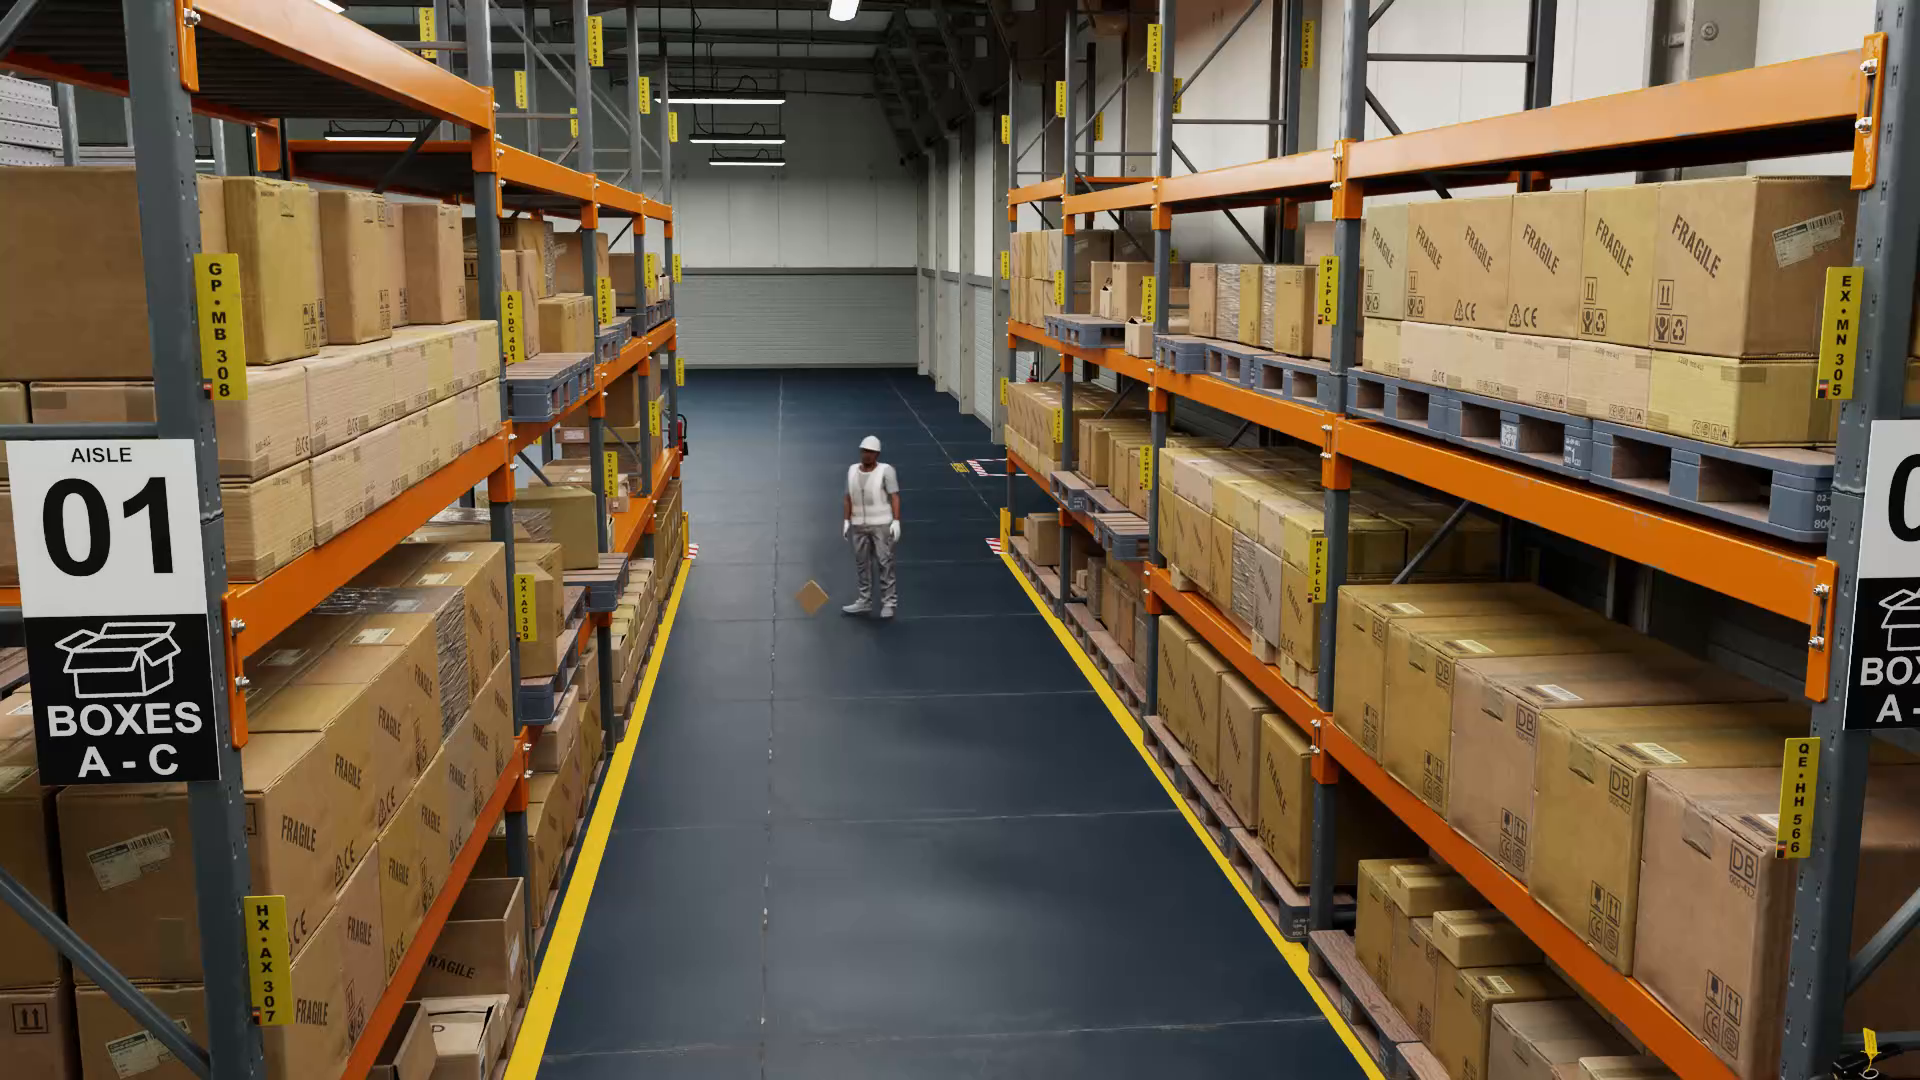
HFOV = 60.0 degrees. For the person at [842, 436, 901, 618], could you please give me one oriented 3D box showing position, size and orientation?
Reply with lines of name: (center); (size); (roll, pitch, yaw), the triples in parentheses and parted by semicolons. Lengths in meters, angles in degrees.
person: (-0.872, -0.138, 16.453); (0.663, 1.788, 0.398); (5, 11, 25)
